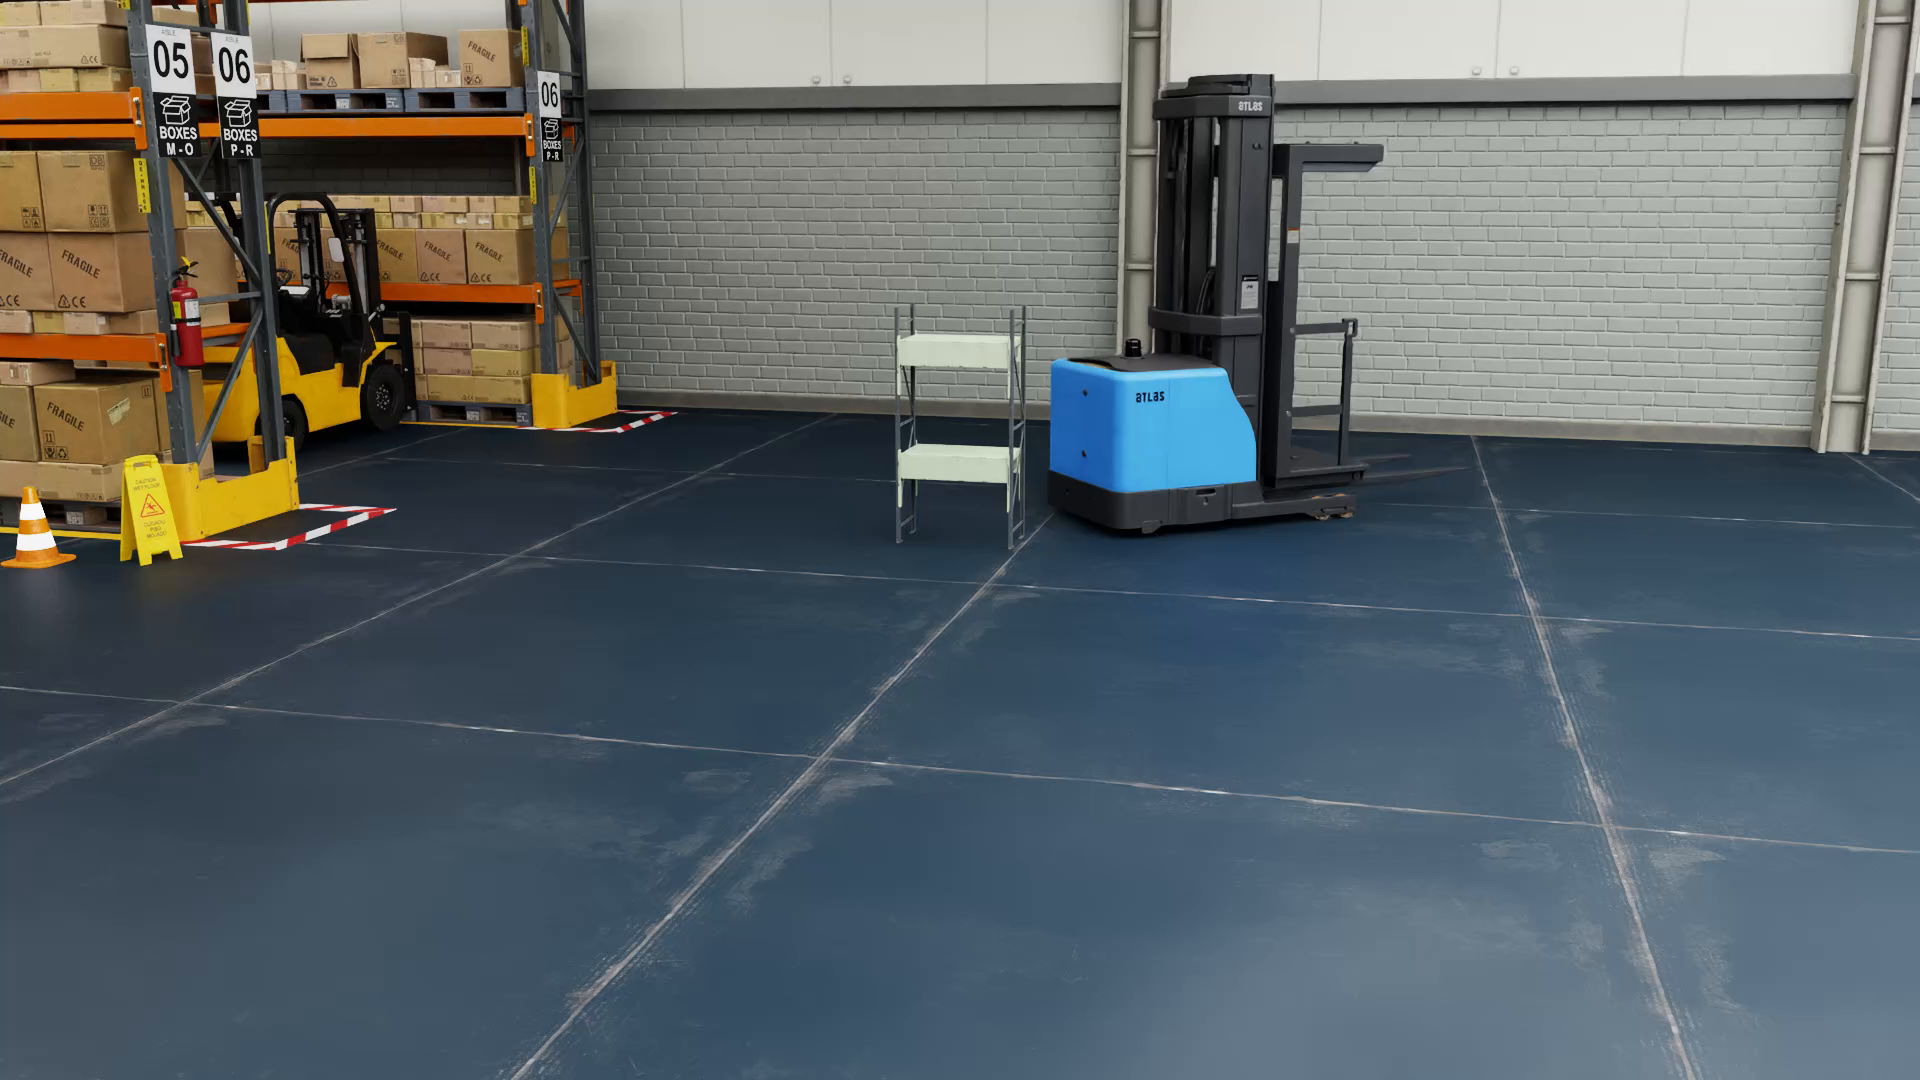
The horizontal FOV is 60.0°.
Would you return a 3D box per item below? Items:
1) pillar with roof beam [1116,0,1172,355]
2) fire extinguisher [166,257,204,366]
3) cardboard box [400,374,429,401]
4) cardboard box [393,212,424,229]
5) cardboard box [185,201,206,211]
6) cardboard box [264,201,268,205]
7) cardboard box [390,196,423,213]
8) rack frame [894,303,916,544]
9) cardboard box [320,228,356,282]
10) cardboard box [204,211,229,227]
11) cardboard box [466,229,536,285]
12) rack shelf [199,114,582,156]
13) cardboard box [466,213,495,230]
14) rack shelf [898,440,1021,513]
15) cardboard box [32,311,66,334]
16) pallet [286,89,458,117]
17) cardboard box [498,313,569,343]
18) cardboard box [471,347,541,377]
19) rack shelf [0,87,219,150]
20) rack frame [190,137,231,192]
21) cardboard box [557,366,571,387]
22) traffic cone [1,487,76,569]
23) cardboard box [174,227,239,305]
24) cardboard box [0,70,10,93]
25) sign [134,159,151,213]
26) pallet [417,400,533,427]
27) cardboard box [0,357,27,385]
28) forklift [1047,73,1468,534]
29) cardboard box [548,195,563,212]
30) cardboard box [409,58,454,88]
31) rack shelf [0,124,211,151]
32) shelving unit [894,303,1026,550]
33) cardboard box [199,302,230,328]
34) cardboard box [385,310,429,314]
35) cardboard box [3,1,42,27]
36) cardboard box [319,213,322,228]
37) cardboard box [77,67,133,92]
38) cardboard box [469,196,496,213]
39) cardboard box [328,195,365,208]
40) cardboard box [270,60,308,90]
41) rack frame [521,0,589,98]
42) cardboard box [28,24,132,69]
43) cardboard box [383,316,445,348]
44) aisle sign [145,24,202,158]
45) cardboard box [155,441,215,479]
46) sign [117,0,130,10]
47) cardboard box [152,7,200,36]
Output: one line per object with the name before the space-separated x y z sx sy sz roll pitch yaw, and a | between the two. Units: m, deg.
pillar with roof beam | 0.633 -4.562 10.520 0.400 9.000 9.100 3 13 14
fire extinguisher | -4.886 -1.440 10.476 0.183 0.674 0.296 3 13 14
cardboard box | -5.197 -1.500 15.950 0.500 0.250 0.500 3 13 14
cardboard box | -5.106 -3.001 15.608 0.250 0.149 0.380 3 13 12
cardboard box | -7.346 -3.264 16.103 0.250 0.149 0.380 3 13 15
cardboard box | -6.595 -3.223 15.919 0.250 0.149 0.380 3 13 15
cardboard box | -5.110 -3.142 15.555 0.250 0.149 0.380 3 13 15
rack frame | -0.349 -0.751 10.655 0.023 1.500 0.400 3 13 14
cardboard box | -5.731 -2.723 15.849 0.500 0.500 0.500 3 13 14
cardboard box | -7.086 -3.112 16.108 0.250 0.149 0.380 3 13 15
cardboard box | -4.242 -2.643 15.492 0.500 0.500 0.500 3 13 12
rack shelf | -5.643 -3.841 15.857 4.000 0.370 1.077 3 13 14
cardboard box | -4.360 -2.956 15.403 0.250 0.149 0.380 3 13 14
rack shelf | 0.006 -0.414 10.640 0.720 0.370 0.431 3 13 14
cardboard box | -5.817 -1.440 10.877 0.250 0.149 0.380 3 13 13
pallet | -5.569 -4.150 15.794 1.213 0.211 1.003 3 13 14
cardboard box | -4.122 -2.040 16.072 0.500 0.250 0.500 3 13 13
cardboard box | -4.248 -1.690 15.652 0.500 0.250 0.500 3 13 13
rack shelf | -6.828 -2.797 11.152 4.000 0.370 1.077 3 13 14
rack frame | -7.584 -2.832 16.572 0.127 3.000 1.000 3 13 14
cardboard box | -4.131 -1.553 16.189 0.500 0.250 0.500 3 13 14
traffic cone | -5.613 -0.093 10.084 0.334 0.463 0.336 3 13 14
cardboard box | -5.280 -1.857 11.261 0.500 0.500 0.500 3 13 13
cardboard box | -6.029 -2.936 10.695 0.250 0.149 0.380 3 13 14
sign | -5.039 -2.184 10.250 0.005 0.325 0.100 3 13 14
pallet | -4.453 -1.294 16.078 1.213 0.211 1.003 3 13 14
cardboard box | -6.343 -1.131 11.056 0.250 0.149 0.380 3 13 14
forklift | 2.166 -1.662 11.457 3.031 2.935 1.130 -6 14 -24
cardboard box | -3.976 -3.197 15.804 0.250 0.149 0.380 3 13 12
cardboard box | -4.824 -4.269 15.235 0.258 0.266 0.396 3 13 14
rack shelf | -9.526 -4.049 16.793 4.000 0.370 1.077 3 13 14
shelving unit | 0.006 -0.732 10.570 0.755 1.500 0.431 3 13 14
cardboard box | -5.167 -1.519 11.234 0.250 0.149 0.380 3 13 14
cardboard box | -5.587 -2.121 16.439 0.500 0.250 0.500 3 13 12
cardboard box | -5.779 -3.298 10.485 0.250 0.149 0.380 3 13 13
cardboard box | -6.102 -3.053 15.840 0.250 0.149 0.380 3 13 12
cardboard box | -5.300 -2.882 10.452 0.250 0.149 0.380 3 13 14
cardboard box | -4.346 -3.115 15.435 0.250 0.149 0.380 3 13 14
cardboard box | -5.830 -3.204 15.835 0.250 0.149 0.380 3 13 14
cardboard box | -6.216 -4.344 15.570 0.258 0.266 0.396 3 13 12
rack frame | -3.701 -5.553 14.987 0.127 3.000 1.000 3 13 14
cardboard box | -5.448 -3.086 10.454 0.500 0.250 0.500 3 13 13
cardboard box | -5.212 -1.983 15.815 0.500 0.250 0.500 3 13 14
aisle sign | -4.896 -2.785 10.360 0.004 0.787 0.394 3 13 14
cardboard box | -5.603 -0.543 11.634 0.500 0.250 0.500 3 13 13
sign | -5.039 -3.361 9.989 0.005 0.325 0.100 3 13 14
cardboard box | -5.183 -3.373 10.823 0.250 0.149 0.380 3 13 13
